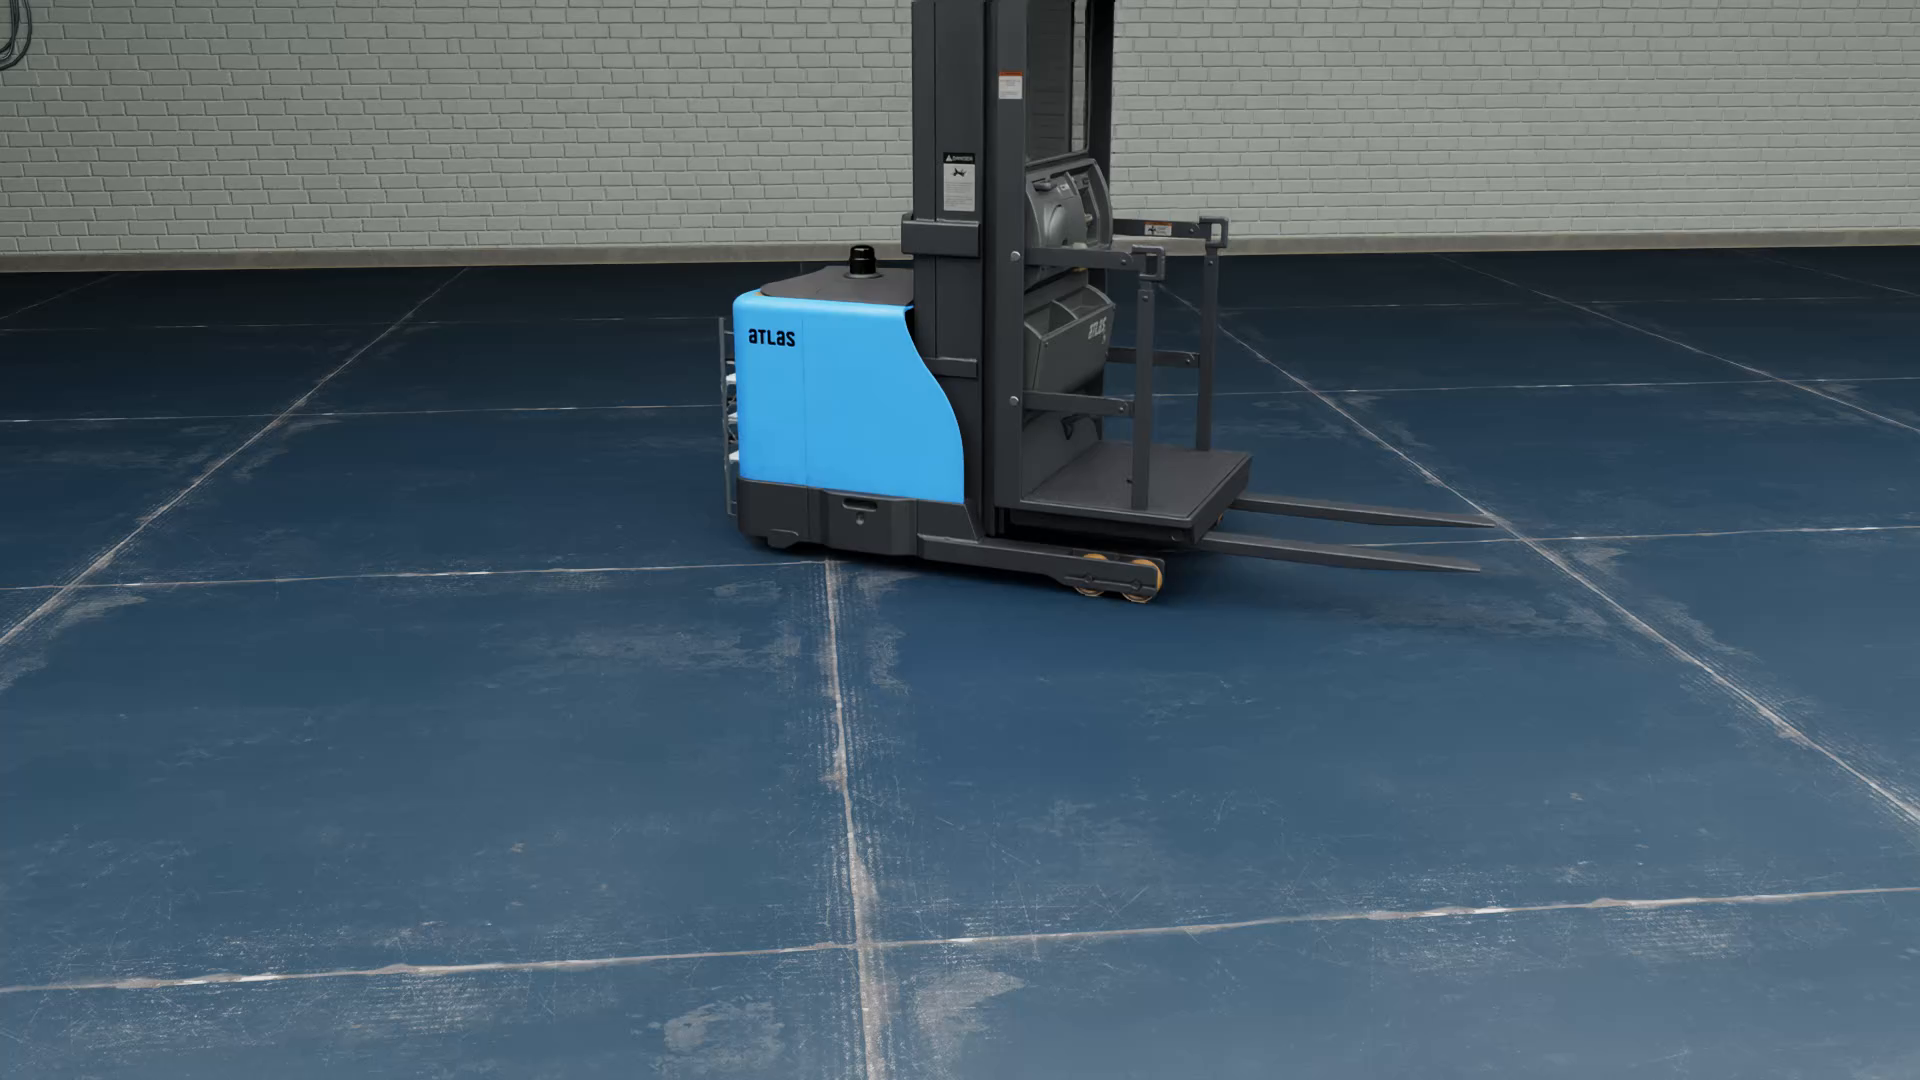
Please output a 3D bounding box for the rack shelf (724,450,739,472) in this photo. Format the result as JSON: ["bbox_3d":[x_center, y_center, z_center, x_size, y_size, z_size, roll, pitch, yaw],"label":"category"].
[{"bbox_3d":[-0.906,-0.357,7.524,0.258,0.077,0.200,6,19,20],"label":"rack shelf"}]

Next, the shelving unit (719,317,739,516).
[{"bbox_3d":[-0.906,-0.560,7.460,0.258,0.900,0.210,6,19,20],"label":"shelving unit"}]

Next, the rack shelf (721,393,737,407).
[{"bbox_3d":[-0.906,-0.615,7.443,0.258,0.077,0.200,6,19,20],"label":"rack shelf"}]

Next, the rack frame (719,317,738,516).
[{"bbox_3d":[-0.942,-0.532,7.369,0.240,0.900,0.006,6,19,20],"label":"rack frame"}]

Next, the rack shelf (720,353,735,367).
[{"bbox_3d":[-0.906,-0.786,7.389,0.258,0.077,0.200,6,19,20],"label":"rack shelf"}]

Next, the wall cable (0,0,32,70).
[{"bbox_3d":[-9.425,-5.139,13.706,3.097,2.526,0.112,-2,18,-6],"label":"wall cable"}]

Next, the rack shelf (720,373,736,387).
[{"bbox_3d":[-0.906,-0.700,7.416,0.258,0.077,0.200,6,19,20],"label":"rack shelf"}]

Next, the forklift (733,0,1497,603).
[{"bbox_3d":[0.623,-1.337,6.541,3.031,2.935,1.130,7,19,21],"label":"forklift"}]

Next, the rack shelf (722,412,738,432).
[{"bbox_3d":[-0.906,-0.529,7.470,0.258,0.077,0.200,6,19,20],"label":"rack shelf"}]

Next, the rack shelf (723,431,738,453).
[{"bbox_3d":[-0.906,-0.443,7.497,0.258,0.077,0.200,6,19,20],"label":"rack shelf"}]
